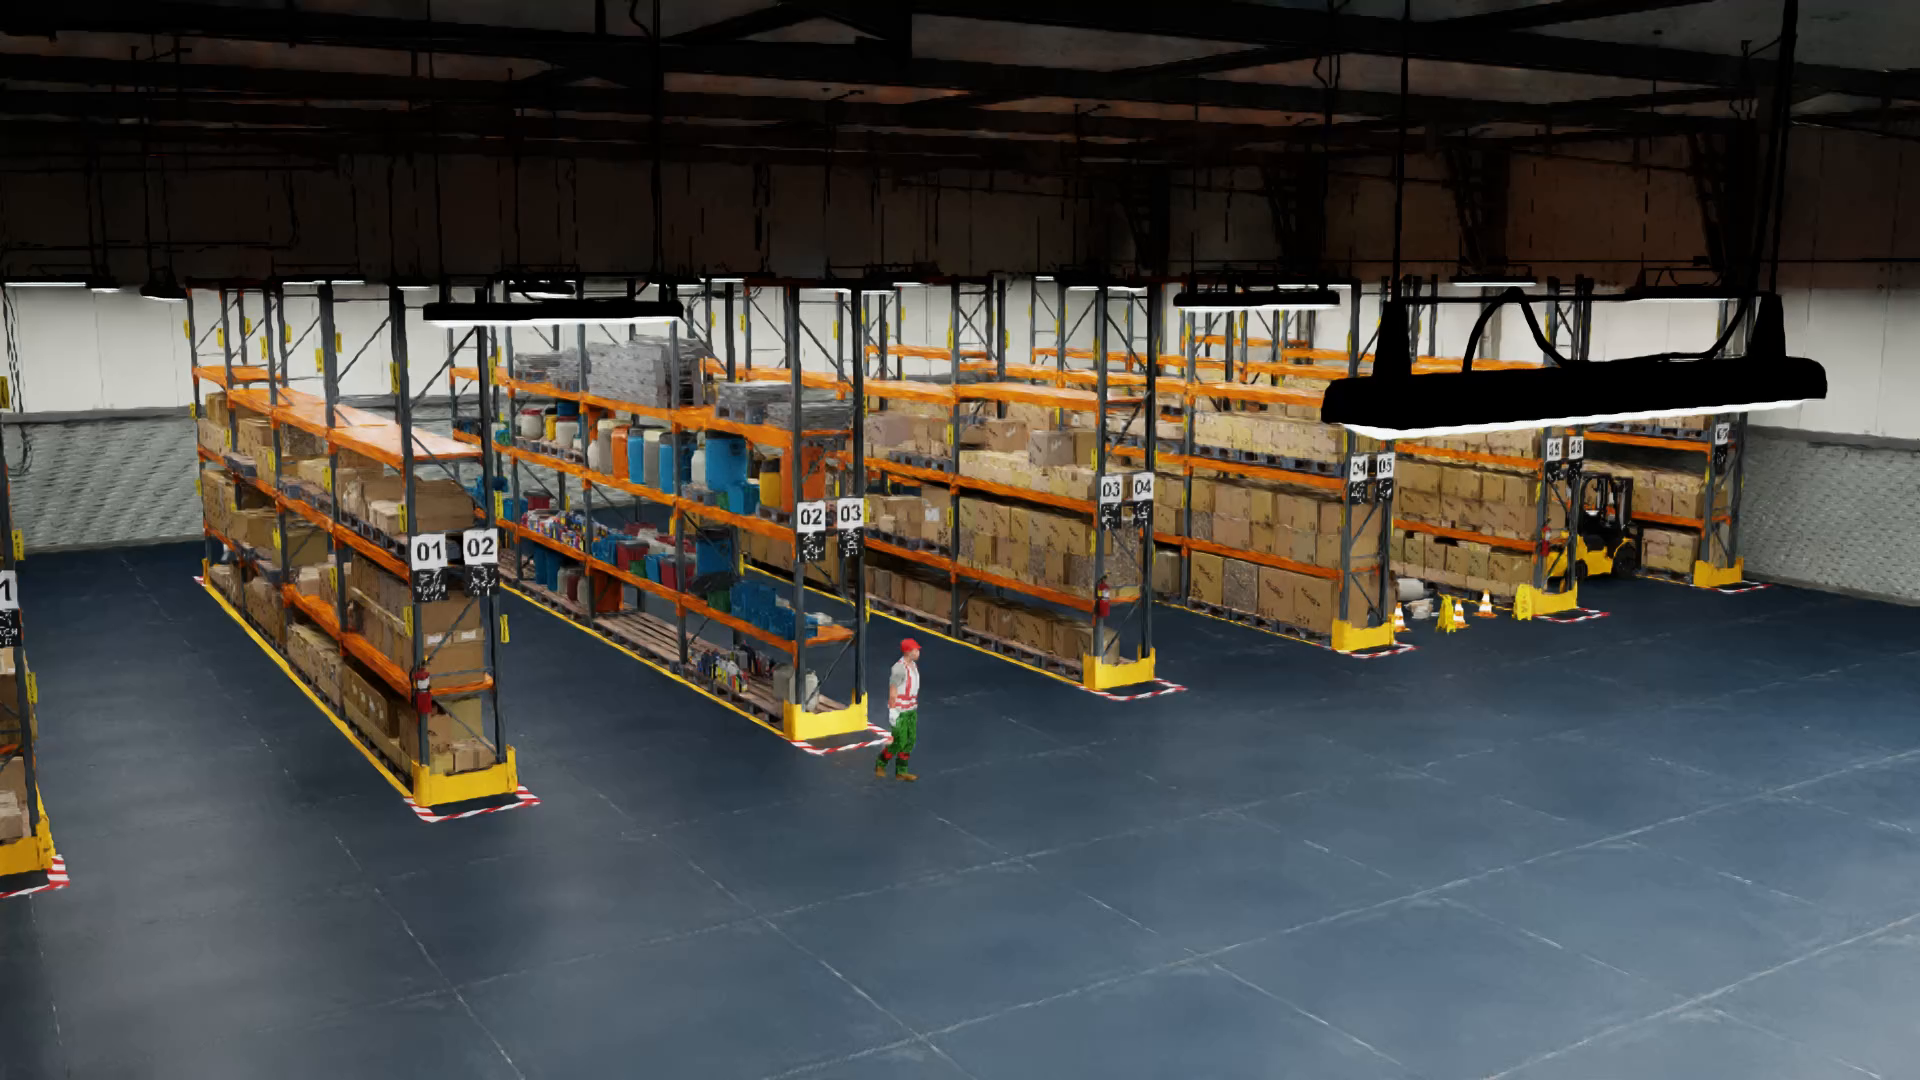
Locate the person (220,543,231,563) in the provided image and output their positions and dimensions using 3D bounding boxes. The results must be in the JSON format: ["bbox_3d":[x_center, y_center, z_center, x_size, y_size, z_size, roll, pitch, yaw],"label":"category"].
[{"bbox_3d":[-15.377,-0.420,35.152,0.472,1.790,0.692,1,10,6],"label":"person"}]

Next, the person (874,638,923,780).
[{"bbox_3d":[-0.757,2.070,20.392,0.577,1.777,0.590,4,10,23],"label":"person"}]
